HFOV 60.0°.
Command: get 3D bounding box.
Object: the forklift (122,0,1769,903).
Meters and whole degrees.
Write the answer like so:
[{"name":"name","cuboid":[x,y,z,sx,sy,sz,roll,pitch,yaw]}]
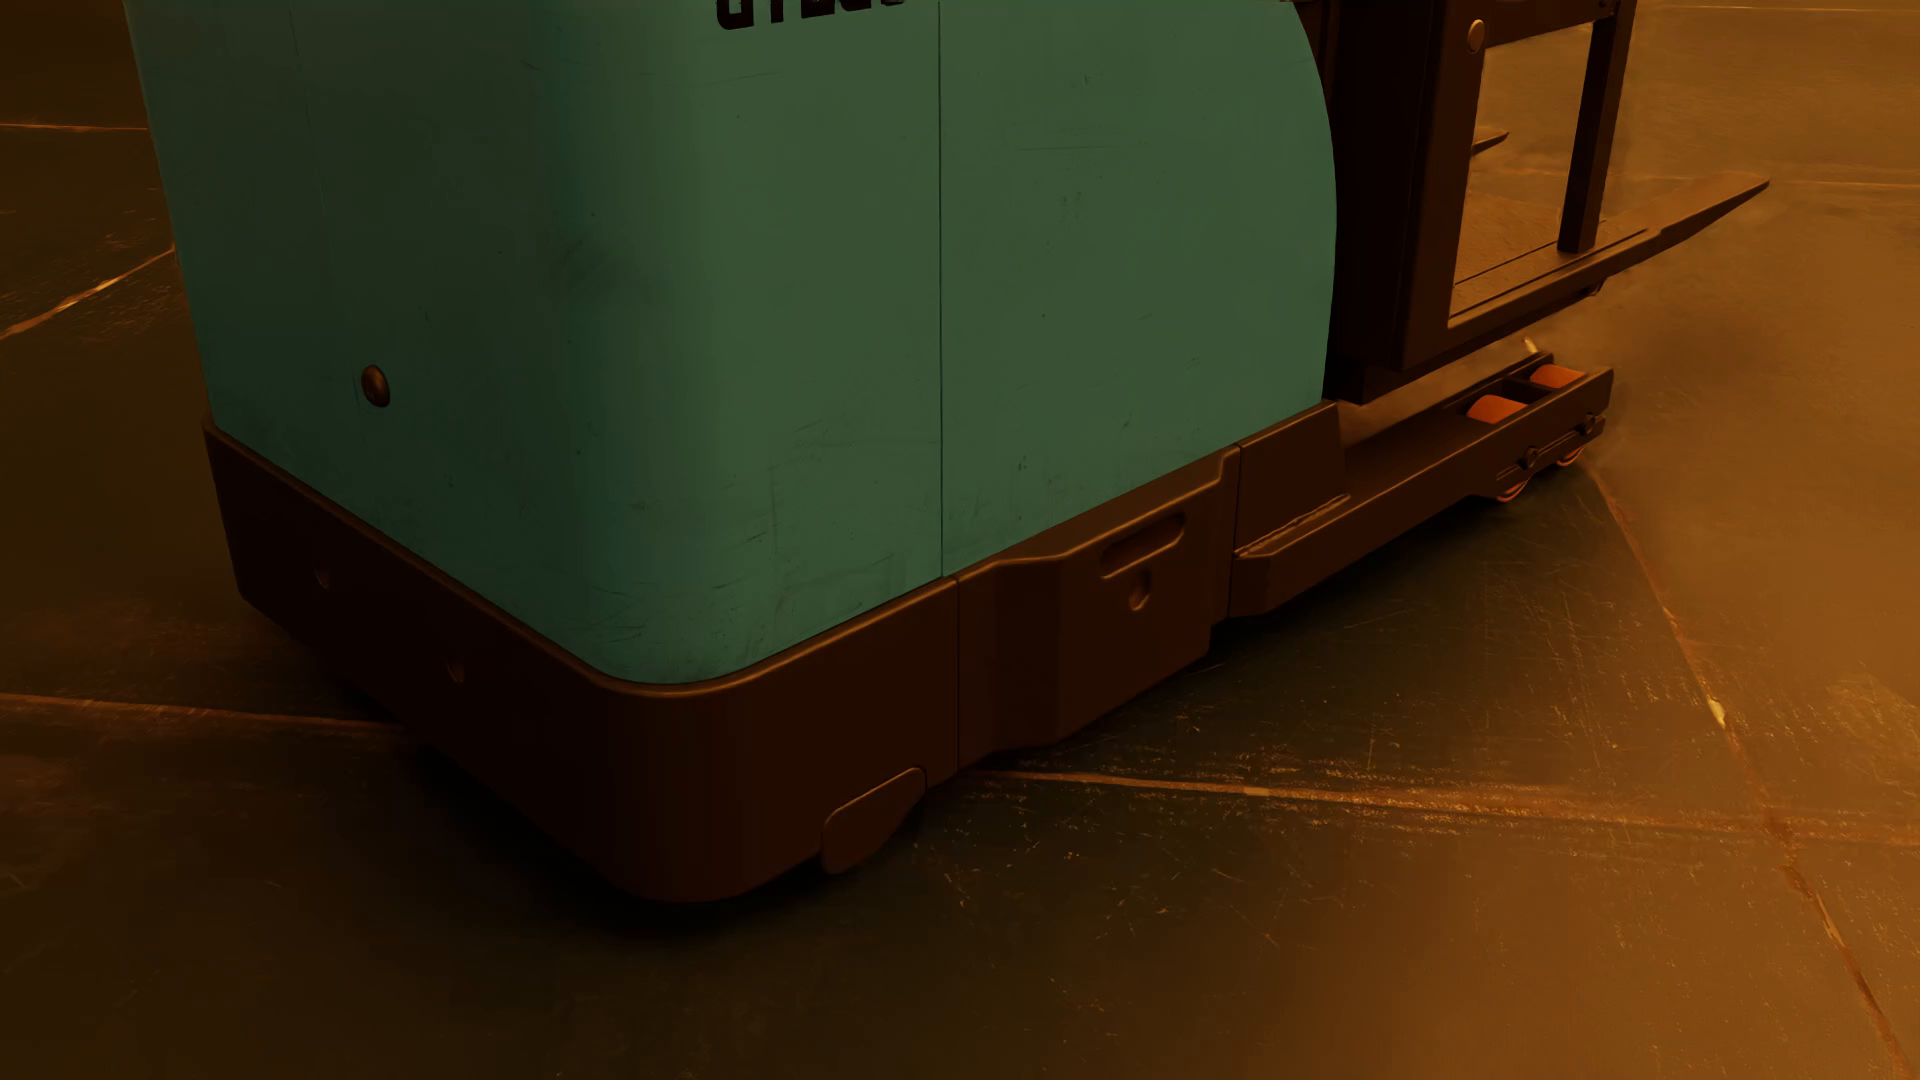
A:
[{"name":"forklift","cuboid":[0.427,-1.515,2.255,1.130,2.935,3.031,24,35,39]}]
